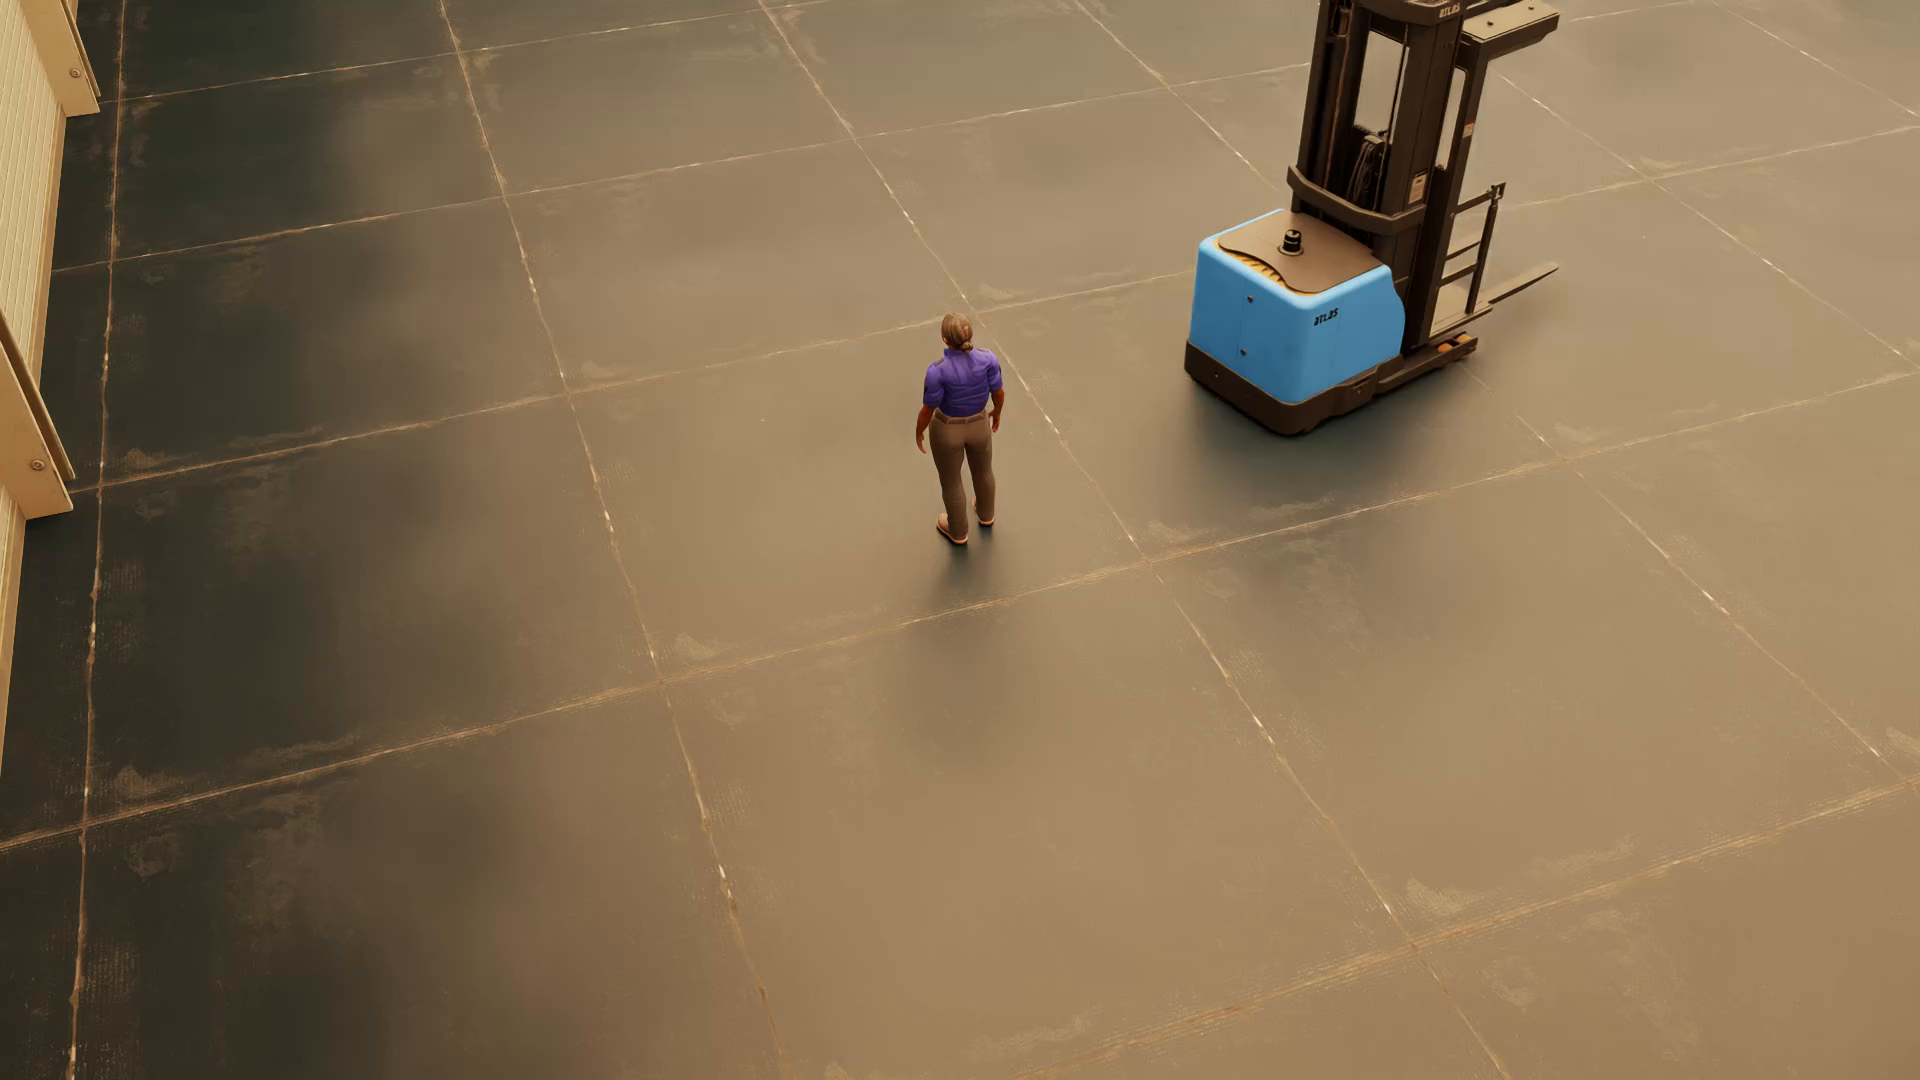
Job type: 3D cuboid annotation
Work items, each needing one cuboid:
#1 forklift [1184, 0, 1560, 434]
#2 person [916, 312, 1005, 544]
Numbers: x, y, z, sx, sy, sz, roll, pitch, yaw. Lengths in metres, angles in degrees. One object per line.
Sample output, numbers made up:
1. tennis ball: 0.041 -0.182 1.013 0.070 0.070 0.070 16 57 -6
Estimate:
1. forklift: 3.047 -2.587 11.078 3.031 2.935 1.130 -25 46 -27
2. person: -0.011 -0.696 9.807 0.569 1.654 0.504 -13 42 -15
